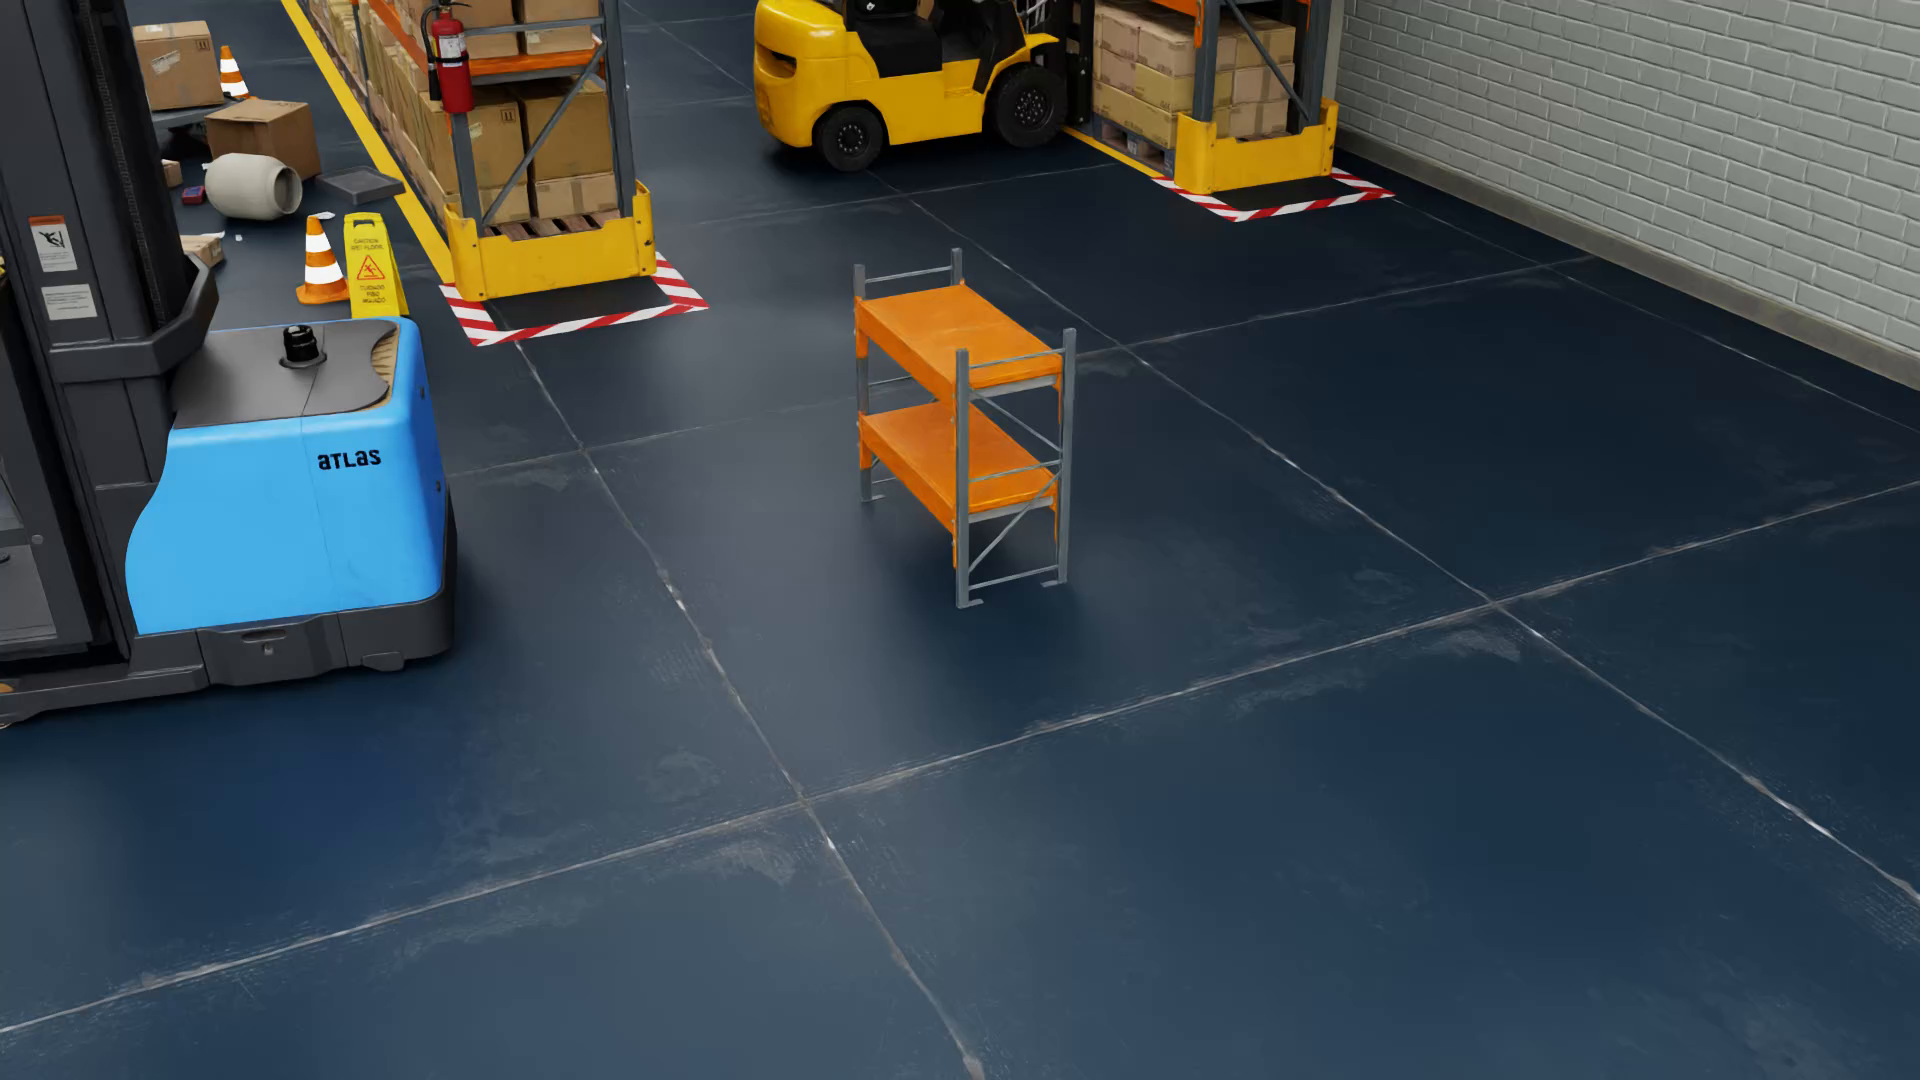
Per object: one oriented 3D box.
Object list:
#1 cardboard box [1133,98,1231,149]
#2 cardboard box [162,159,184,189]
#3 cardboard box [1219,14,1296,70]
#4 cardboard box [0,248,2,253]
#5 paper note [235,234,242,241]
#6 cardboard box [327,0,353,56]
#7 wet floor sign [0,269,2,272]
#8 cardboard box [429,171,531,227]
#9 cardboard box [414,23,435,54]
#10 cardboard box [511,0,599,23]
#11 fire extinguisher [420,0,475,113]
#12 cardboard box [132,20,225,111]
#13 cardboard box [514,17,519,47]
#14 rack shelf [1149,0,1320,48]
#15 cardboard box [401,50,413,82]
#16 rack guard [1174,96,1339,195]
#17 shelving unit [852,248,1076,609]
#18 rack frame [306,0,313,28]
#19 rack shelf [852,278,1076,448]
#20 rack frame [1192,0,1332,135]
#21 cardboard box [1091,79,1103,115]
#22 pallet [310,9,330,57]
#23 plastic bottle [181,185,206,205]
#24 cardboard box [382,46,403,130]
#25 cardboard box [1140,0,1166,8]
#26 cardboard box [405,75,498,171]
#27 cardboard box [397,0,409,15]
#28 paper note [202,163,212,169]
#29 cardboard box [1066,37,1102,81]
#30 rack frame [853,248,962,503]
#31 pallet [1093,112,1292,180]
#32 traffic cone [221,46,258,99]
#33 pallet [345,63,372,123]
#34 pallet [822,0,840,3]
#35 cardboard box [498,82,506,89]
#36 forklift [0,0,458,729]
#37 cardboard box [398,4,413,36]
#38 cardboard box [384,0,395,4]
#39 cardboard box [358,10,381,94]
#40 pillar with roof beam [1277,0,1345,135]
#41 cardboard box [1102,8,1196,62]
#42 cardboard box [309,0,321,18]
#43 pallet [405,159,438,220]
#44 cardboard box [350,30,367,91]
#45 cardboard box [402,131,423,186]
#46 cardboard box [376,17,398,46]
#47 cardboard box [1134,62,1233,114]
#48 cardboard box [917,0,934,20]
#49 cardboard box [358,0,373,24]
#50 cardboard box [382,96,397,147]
[{"bbox_3d":[1.592,-3.024,11.958,0.500,0.250,0.500,-13,32,-22],"label":"cardboard box"},{"bbox_3d":[-5.708,-2.619,11.649,0.396,0.266,0.258,13,32,21],"label":"cardboard box"},{"bbox_3d":[2.044,-3.571,11.911,0.500,0.250,0.500,-14,32,-23],"label":"cardboard box"},{"bbox_3d":[-6.145,-1.973,10.497,0.396,0.266,0.258,-8,30,-13],"label":"cardboard box"},{"bbox_3d":[-4.649,-1.949,10.716,0.032,0.001,0.123,-13,32,-22],"label":"paper note"},{"bbox_3d":[-4.958,-4.514,14.490,0.950,0.372,0.625,-12,31,-20],"label":"cardboard box"},{"bbox_3d":[-5.029,-1.147,8.636,0.267,0.644,0.232,-19,35,-30],"label":"wet floor sign"},{"bbox_3d":[-3.002,-2.150,10.400,0.500,0.250,0.500,-13,32,-22],"label":"cardboard box"},{"bbox_3d":[-2.965,-2.954,9.709,0.380,0.149,0.250,-13,32,-23],"label":"cardboard box"},{"bbox_3d":[-2.355,-3.296,9.655,0.500,0.500,0.500,-14,32,-23],"label":"cardboard box"},{"bbox_3d":[-2.769,-2.674,9.031,0.296,0.674,0.183,-13,32,-22],"label":"fire extinguisher"},{"bbox_3d":[-5.714,-3.475,12.162,0.500,0.500,0.500,-13,32,-22],"label":"cardboard box"},{"bbox_3d":[-2.482,-3.048,9.875,0.380,0.149,0.250,-13,32,-21],"label":"cardboard box"},{"bbox_3d":[1.221,-4.469,12.888,1.077,0.370,4.000,-13,32,-22],"label":"rack shelf"},{"bbox_3d":[-3.305,-3.008,10.499,0.380,0.149,0.250,-13,32,-21],"label":"cardboard box"},{"bbox_3d":[2.090,-2.798,11.729,1.175,0.500,0.348,-13,32,-22],"label":"rack guard"},{"bbox_3d":[-0.003,-0.494,6.980,0.538,1.125,1.048,-13,32,-22],"label":"shelving unit"},{"bbox_3d":[-5.837,-6.389,15.577,1.000,3.000,0.127,-13,32,-22],"label":"rack frame"},{"bbox_3d":[-0.003,-0.749,6.837,0.538,0.278,1.000,-13,32,-22],"label":"rack shelf"},{"bbox_3d":[2.079,-3.899,11.136,1.000,3.000,0.127,-13,32,-22],"label":"rack frame"},{"bbox_3d":[1.181,-3.469,12.751,0.500,0.250,0.500,-13,32,-21],"label":"cardboard box"},{"bbox_3d":[-5.502,-4.827,15.643,1.003,0.211,1.213,-13,32,-22],"label":"pallet"},{"bbox_3d":[-5.259,-2.377,11.426,0.133,0.061,0.283,-8,30,-13],"label":"plastic bottle"},{"bbox_3d":[-3.648,-3.152,11.420,0.500,0.500,0.500,-11,31,-19],"label":"cardboard box"},{"bbox_3d":[1.621,-4.014,12.701,0.500,0.250,0.500,-13,32,-22],"label":"cardboard box"},{"bbox_3d":[-3.209,-2.695,10.605,0.500,0.500,0.500,-12,31,-20],"label":"cardboard box"},{"bbox_3d":[-3.095,-3.433,9.898,0.500,0.500,0.500,-13,32,-22],"label":"cardboard box"},{"bbox_3d":[-5.433,-2.735,12.096,0.148,0.019,0.142,-13,32,-22],"label":"paper note"},{"bbox_3d":[1.142,-3.698,12.648,0.500,0.250,0.500,-14,32,-23],"label":"cardboard box"},{"bbox_3d":[-0.221,-0.718,7.381,0.500,1.125,0.032,-13,32,-22],"label":"rack frame"},{"bbox_3d":[1.713,-3.012,12.405,1.003,0.211,1.213,-13,32,-22],"label":"pallet"},{"bbox_3d":[-5.916,-3.769,13.499,0.336,0.463,0.334,-13,32,-22],"label":"traffic cone"},{"bbox_3d":[-4.455,-3.749,13.721,1.003,0.211,1.213,-13,32,-22],"label":"pallet"},{"bbox_3d":[-1.037,-5.845,17.457,1.003,0.211,1.213,-13,32,-22],"label":"pallet"},{"bbox_3d":[-2.738,-2.821,10.829,0.500,0.500,0.500,-14,32,-24],"label":"cardboard box"},{"bbox_3d":[-3.525,-0.854,5.777,3.031,2.935,1.130,-7,30,-12],"label":"forklift"},{"bbox_3d":[-3.193,-3.180,10.110,0.380,0.149,0.250,-13,32,-21],"label":"cardboard box"},{"bbox_3d":[-3.600,-3.634,10.920,0.380,0.149,0.250,-13,32,-22],"label":"cardboard box"},{"bbox_3d":[-4.110,-3.616,12.246,0.500,0.500,0.500,-12,31,-20],"label":"cardboard box"},{"bbox_3d":[-1.294,-6.109,8.943,9.100,9.000,0.400,-13,32,-22],"label":"pillar with roof beam"},{"bbox_3d":[1.375,-3.681,12.108,0.500,0.250,0.500,-12,32,-21],"label":"cardboard box"},{"bbox_3d":[-5.603,-5.174,15.668,0.950,0.372,0.625,-15,33,-25],"label":"cardboard box"},{"bbox_3d":[-3.271,-2.577,11.630,1.003,0.211,1.213,-13,32,-22],"label":"pallet"},{"bbox_3d":[-4.347,-3.890,13.378,0.950,0.372,0.625,-13,32,-21],"label":"cardboard box"},{"bbox_3d":[-3.437,-2.600,11.202,0.500,0.250,0.500,-14,32,-24],"label":"cardboard box"},{"bbox_3d":[-3.770,-3.486,11.352,0.380,0.149,0.250,-11,31,-19],"label":"cardboard box"},{"bbox_3d":[1.588,-3.250,11.850,0.500,0.250,0.500,-14,32,-23],"label":"cardboard box"},{"bbox_3d":[0.128,-5.041,15.172,0.875,0.625,0.625,-12,31,-20],"label":"cardboard box"},{"bbox_3d":[-4.110,-3.831,11.967,0.380,0.149,0.250,-13,32,-21],"label":"cardboard box"},{"bbox_3d":[-3.871,-3.055,12.013,0.500,0.250,0.500,-11,31,-19],"label":"cardboard box"}]
